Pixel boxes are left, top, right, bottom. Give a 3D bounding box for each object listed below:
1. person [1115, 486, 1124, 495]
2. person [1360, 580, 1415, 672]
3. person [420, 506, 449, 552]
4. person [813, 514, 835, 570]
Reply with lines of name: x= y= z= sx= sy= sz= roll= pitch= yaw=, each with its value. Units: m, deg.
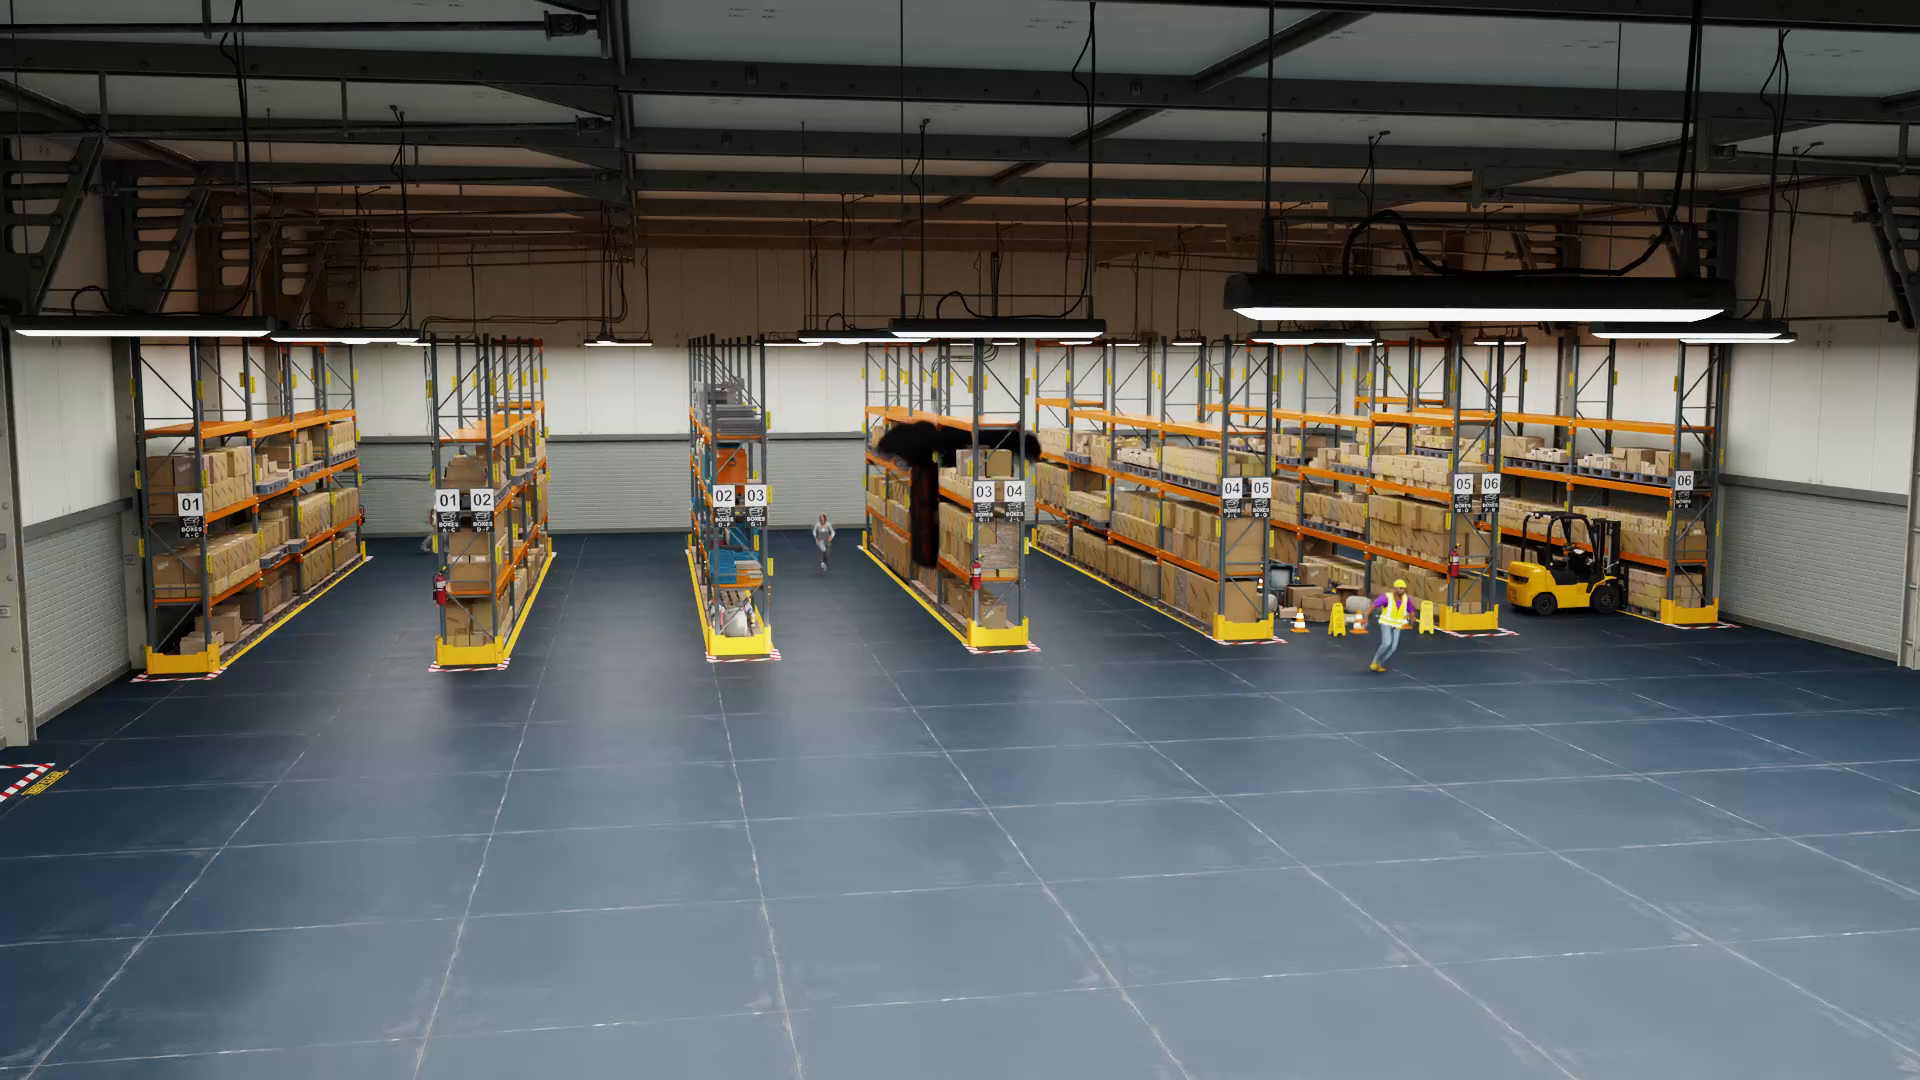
person: x=4.786 y=-0.708 z=48.623 sx=0.951 sy=1.719 sz=0.633 roll=5 pitch=8 yaw=39
person: x=7.670 y=1.532 z=29.496 sx=0.905 sy=1.652 sz=0.647 roll=-2 pitch=7 yaw=-19
person: x=-14.685 y=-0.450 z=46.818 sx=1.082 sy=1.594 sz=0.732 roll=1 pitch=7 yaw=10
person: x=-3.439 y=0.065 z=42.013 sx=0.540 sy=1.478 sz=0.839 roll=-1 pitch=7 yaw=-7
